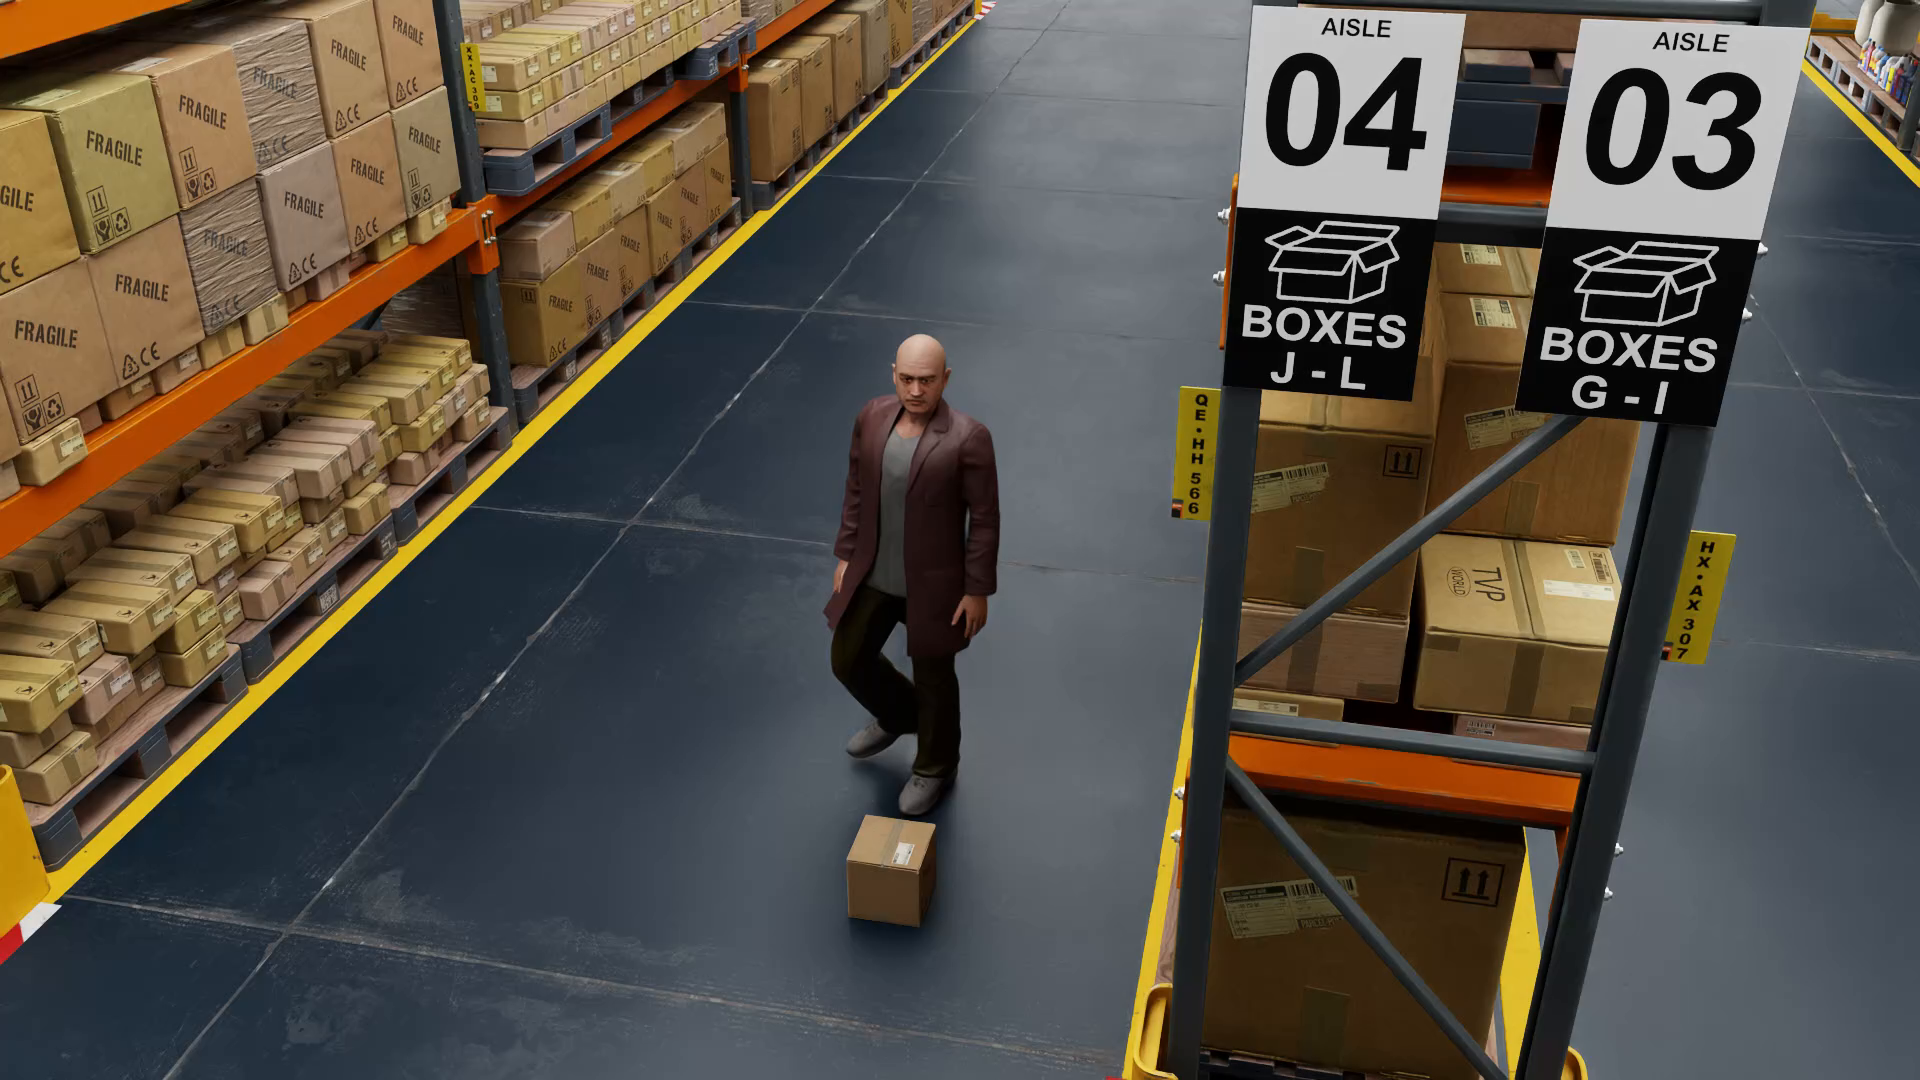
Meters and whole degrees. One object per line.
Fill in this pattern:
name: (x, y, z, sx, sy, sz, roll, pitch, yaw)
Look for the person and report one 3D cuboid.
person: (-0.163, 0.128, 5.857, 0.628, 1.781, 0.476, 15, 32, 25)
